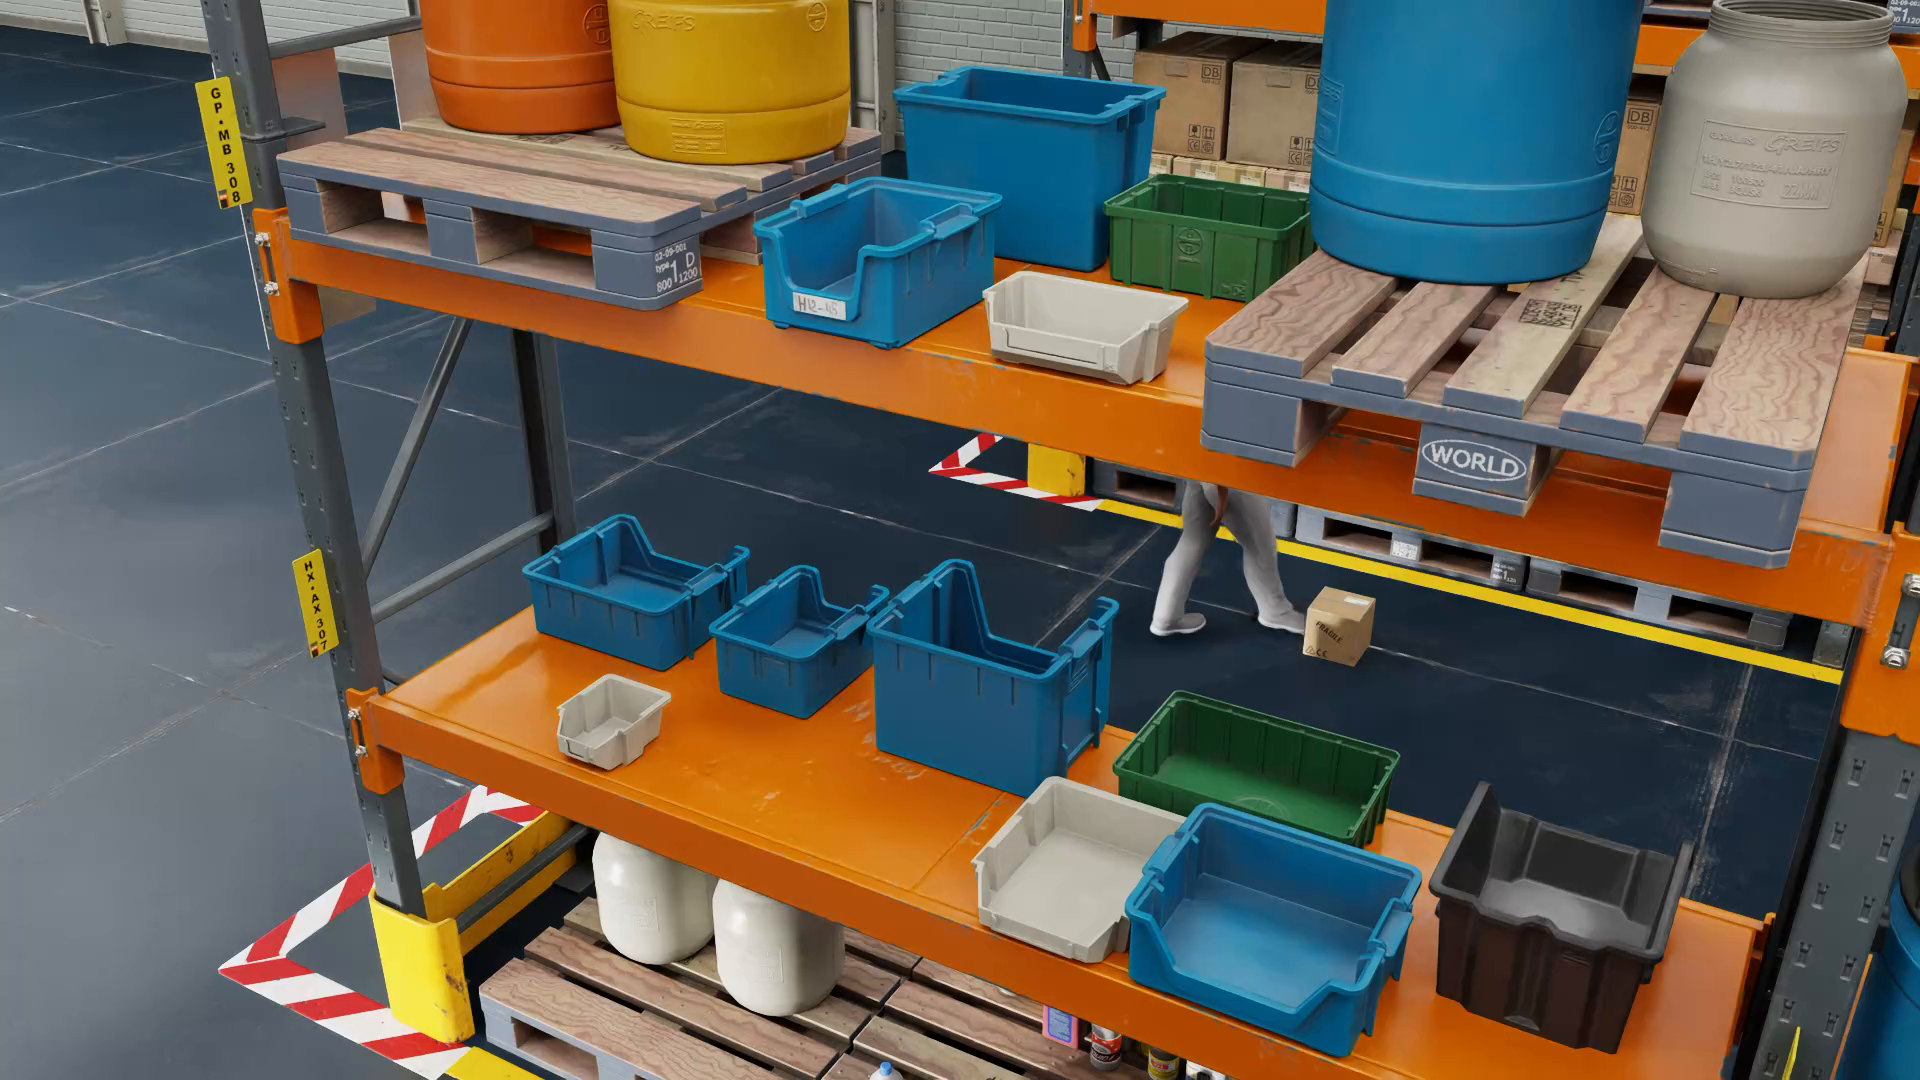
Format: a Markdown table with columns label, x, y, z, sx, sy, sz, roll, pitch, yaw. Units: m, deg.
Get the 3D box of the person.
| label | x | y | z | sx | sy | sz | roll | pitch | yaw |
| --- | --- | --- | --- | --- | --- | --- | --- | --- | --- |
| person | 1.315 | -0.314 | 7.703 | 0.815 | 1.665 | 0.481 | -9 | 28 | -17 |
